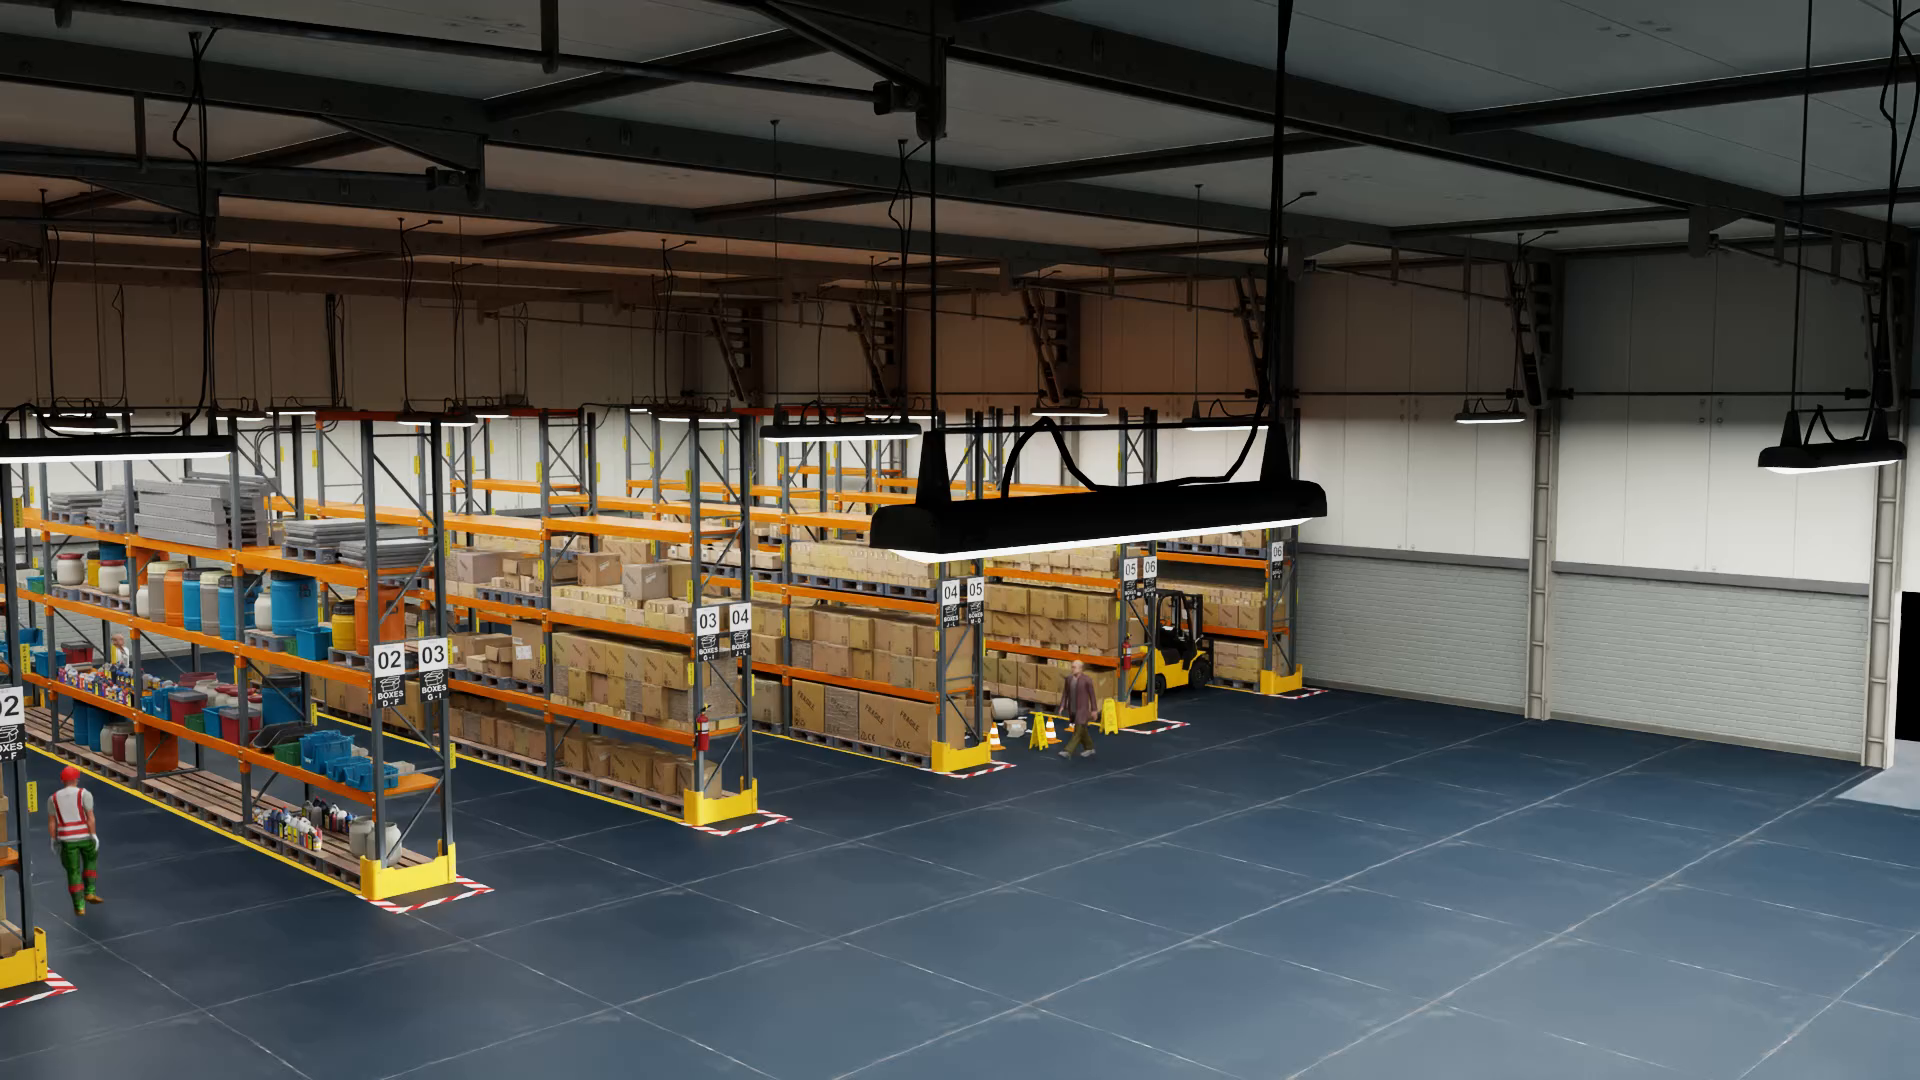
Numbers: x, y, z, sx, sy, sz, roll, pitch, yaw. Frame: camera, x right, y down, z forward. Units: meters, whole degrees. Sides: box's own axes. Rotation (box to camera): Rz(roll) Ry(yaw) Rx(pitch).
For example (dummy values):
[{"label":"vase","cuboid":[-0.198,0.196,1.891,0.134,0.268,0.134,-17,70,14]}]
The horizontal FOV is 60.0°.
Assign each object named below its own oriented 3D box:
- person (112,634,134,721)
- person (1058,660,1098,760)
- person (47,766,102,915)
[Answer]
[{"label":"person","cuboid":[-15.987,2.747,31.637,1.144,1.524,0.534,3,6,34]},{"label":"person","cuboid":[1.957,2.915,28.567,1.116,1.707,0.610,-5,7,-42]},{"label":"person","cuboid":[-10.780,3.636,20.238,0.542,1.771,0.495,-3,6,-31]}]
